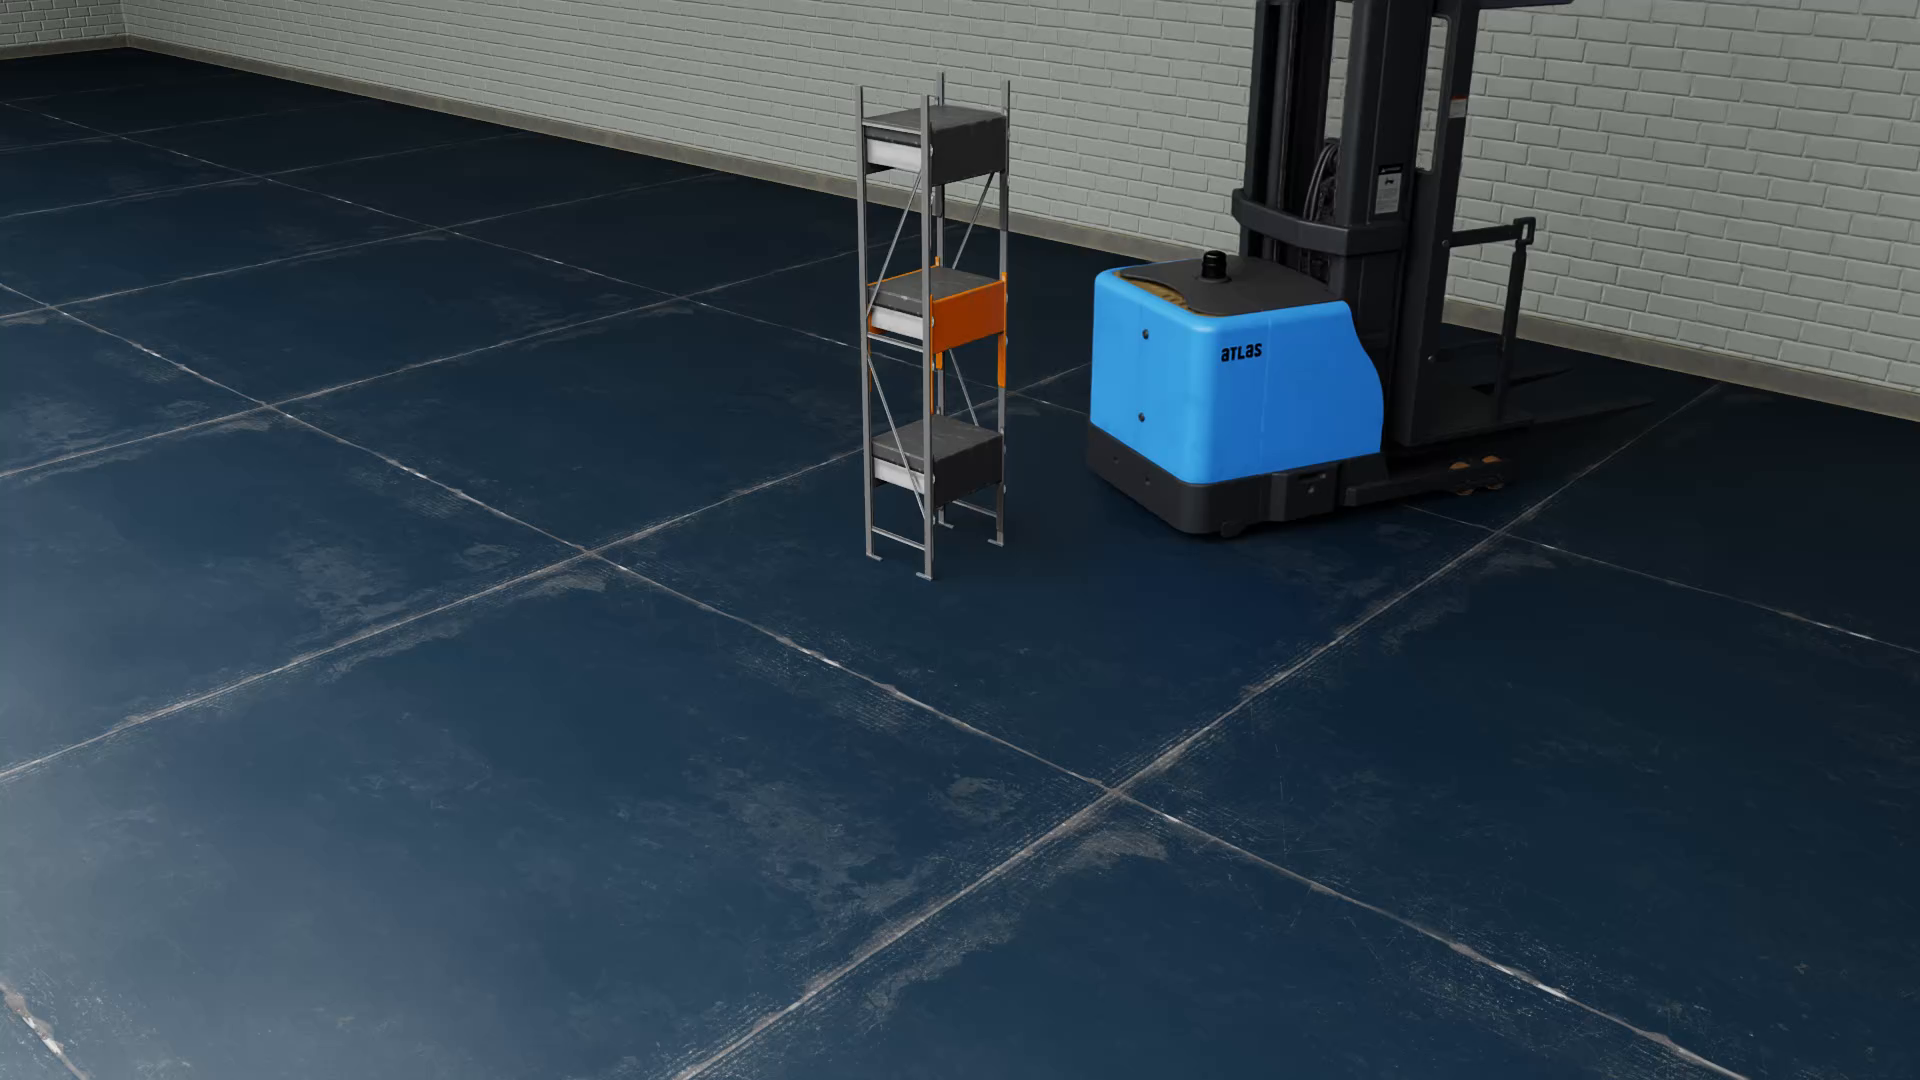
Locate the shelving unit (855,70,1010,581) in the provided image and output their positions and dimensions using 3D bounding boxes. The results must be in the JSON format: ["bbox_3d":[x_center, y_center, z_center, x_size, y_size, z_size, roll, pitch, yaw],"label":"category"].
[{"bbox_3d":[-0.110,-0.908,7.208,0.431,2.100,0.503,20,31,38],"label":"shelving unit"}]

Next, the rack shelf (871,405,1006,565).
[{"bbox_3d":[-0.110,-0.256,7.500,0.431,0.518,0.480,20,31,38],"label":"rack shelf"}]

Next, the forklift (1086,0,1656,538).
[{"bbox_3d":[2.196,-1.739,8.046,3.031,2.935,1.130,-11,26,-23],"label":"forklift"}]

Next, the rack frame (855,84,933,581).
[{"bbox_3d":[-0.273,-0.833,7.042,0.400,2.100,0.015,20,31,38],"label":"rack frame"}]

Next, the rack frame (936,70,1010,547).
[{"bbox_3d":[0.052,-0.982,7.374,0.400,2.100,0.015,20,31,38],"label":"rack frame"}]

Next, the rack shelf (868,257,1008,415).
[{"bbox_3d":[-0.110,-0.895,7.214,0.431,0.518,0.480,20,31,38],"label":"rack shelf"}]

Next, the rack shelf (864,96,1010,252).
[{"bbox_3d":[-0.110,-1.534,6.927,0.431,0.518,0.480,20,31,38],"label":"rack shelf"}]
